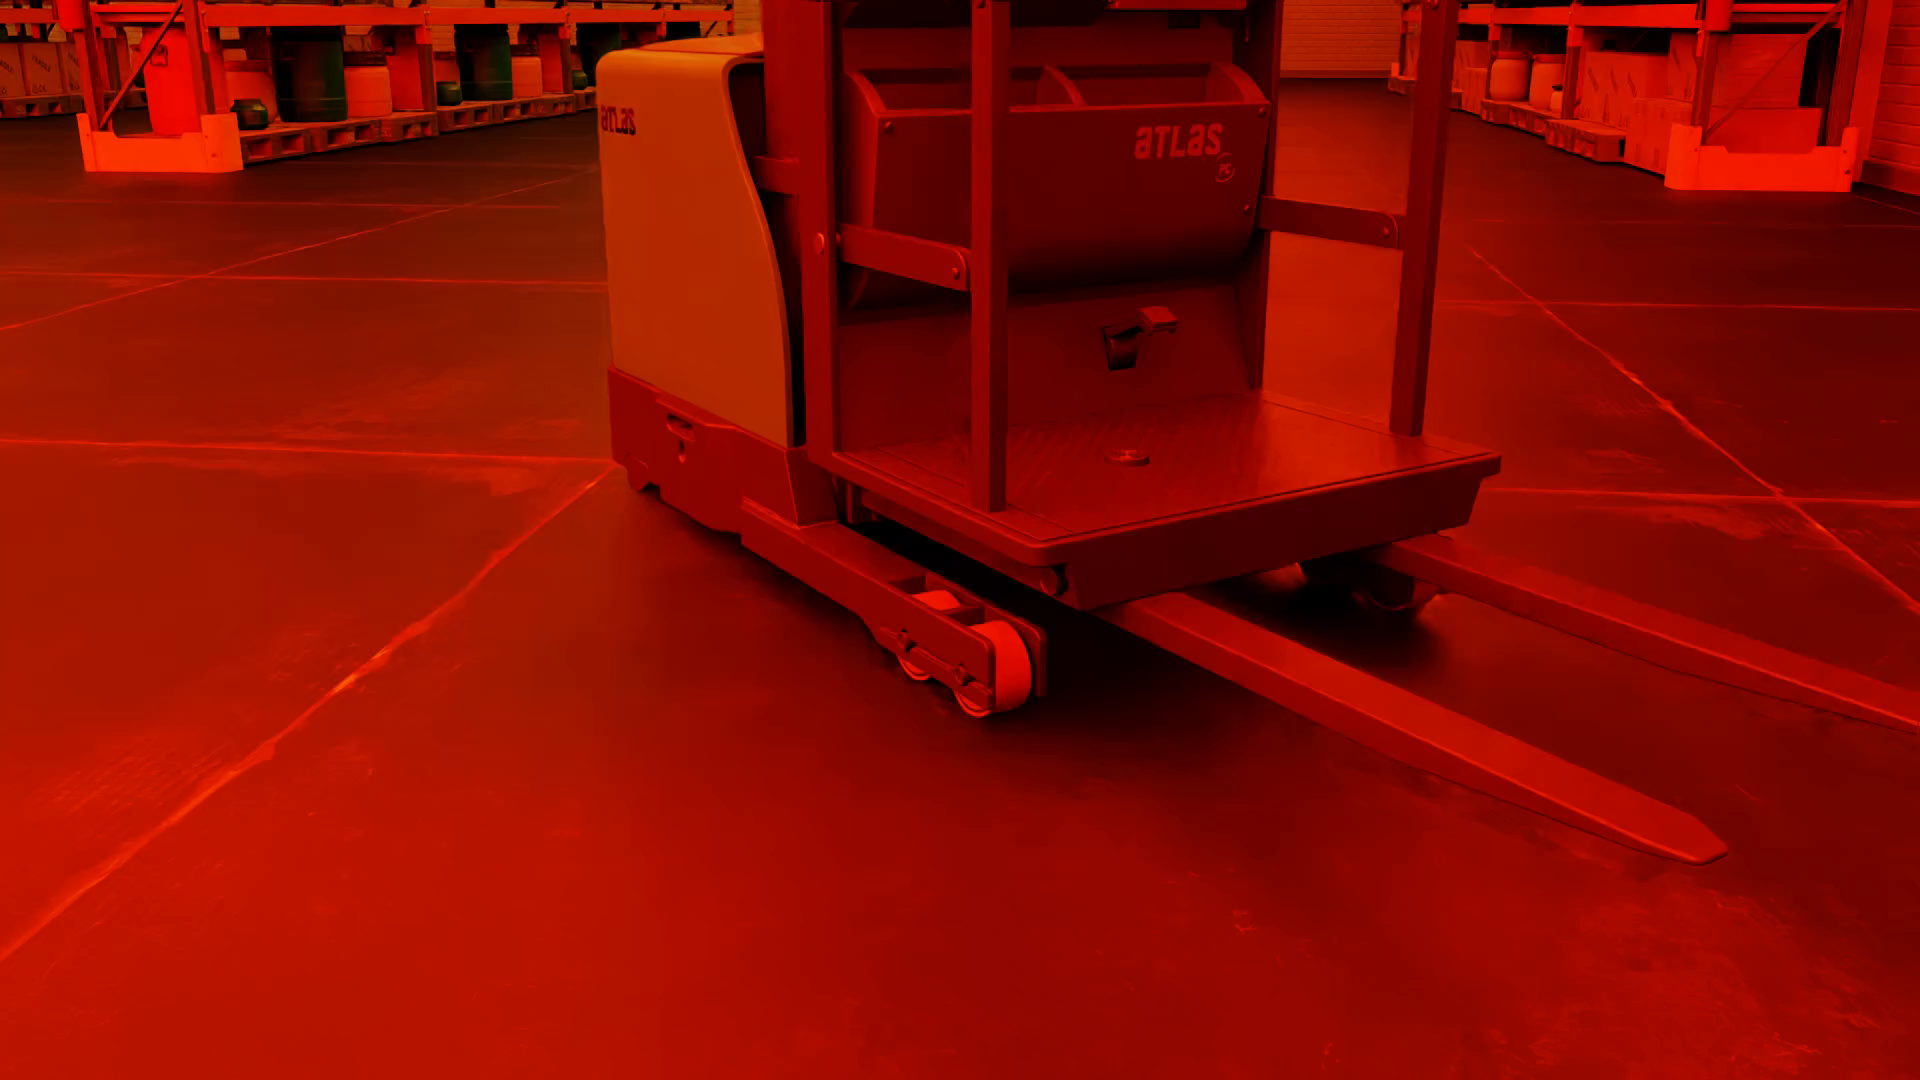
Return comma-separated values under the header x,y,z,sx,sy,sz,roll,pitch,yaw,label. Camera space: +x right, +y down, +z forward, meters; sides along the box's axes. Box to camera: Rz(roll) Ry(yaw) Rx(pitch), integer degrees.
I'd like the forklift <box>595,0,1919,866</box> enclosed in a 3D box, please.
x,y,z,sx,sy,sz,roll,pitch,yaw,label
0.323,-1.253,2.926,1.130,2.935,3.031,-11,20,-31,forklift
